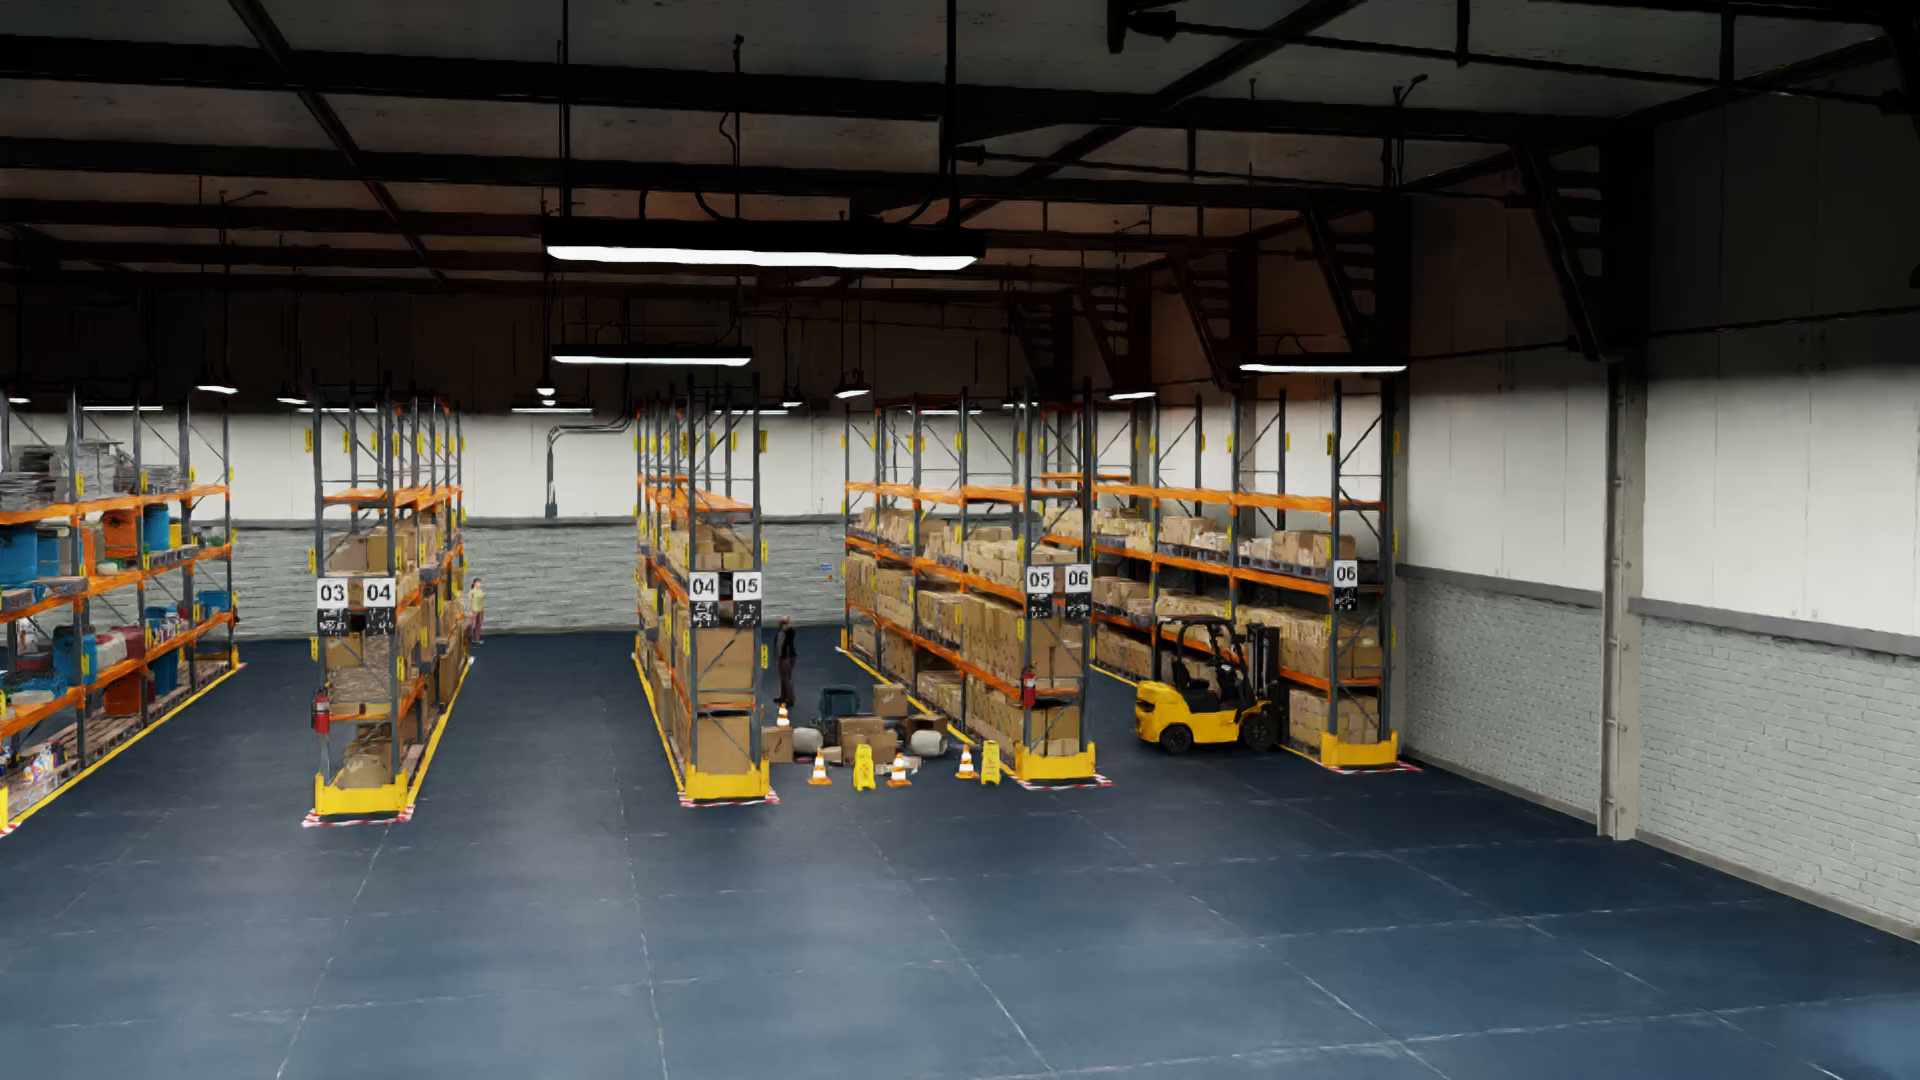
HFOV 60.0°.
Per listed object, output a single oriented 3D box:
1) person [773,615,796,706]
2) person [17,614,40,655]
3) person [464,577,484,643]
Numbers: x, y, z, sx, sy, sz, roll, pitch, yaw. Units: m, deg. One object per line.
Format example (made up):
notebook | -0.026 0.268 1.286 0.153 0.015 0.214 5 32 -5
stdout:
person | -3.380 2.293 31.849 0.576 1.709 0.626 1 3 18
person | -19.502 2.156 34.805 0.463 1.661 0.528 -1 3 -12
person | -12.242 1.764 41.668 0.485 1.664 0.634 2 4 35
